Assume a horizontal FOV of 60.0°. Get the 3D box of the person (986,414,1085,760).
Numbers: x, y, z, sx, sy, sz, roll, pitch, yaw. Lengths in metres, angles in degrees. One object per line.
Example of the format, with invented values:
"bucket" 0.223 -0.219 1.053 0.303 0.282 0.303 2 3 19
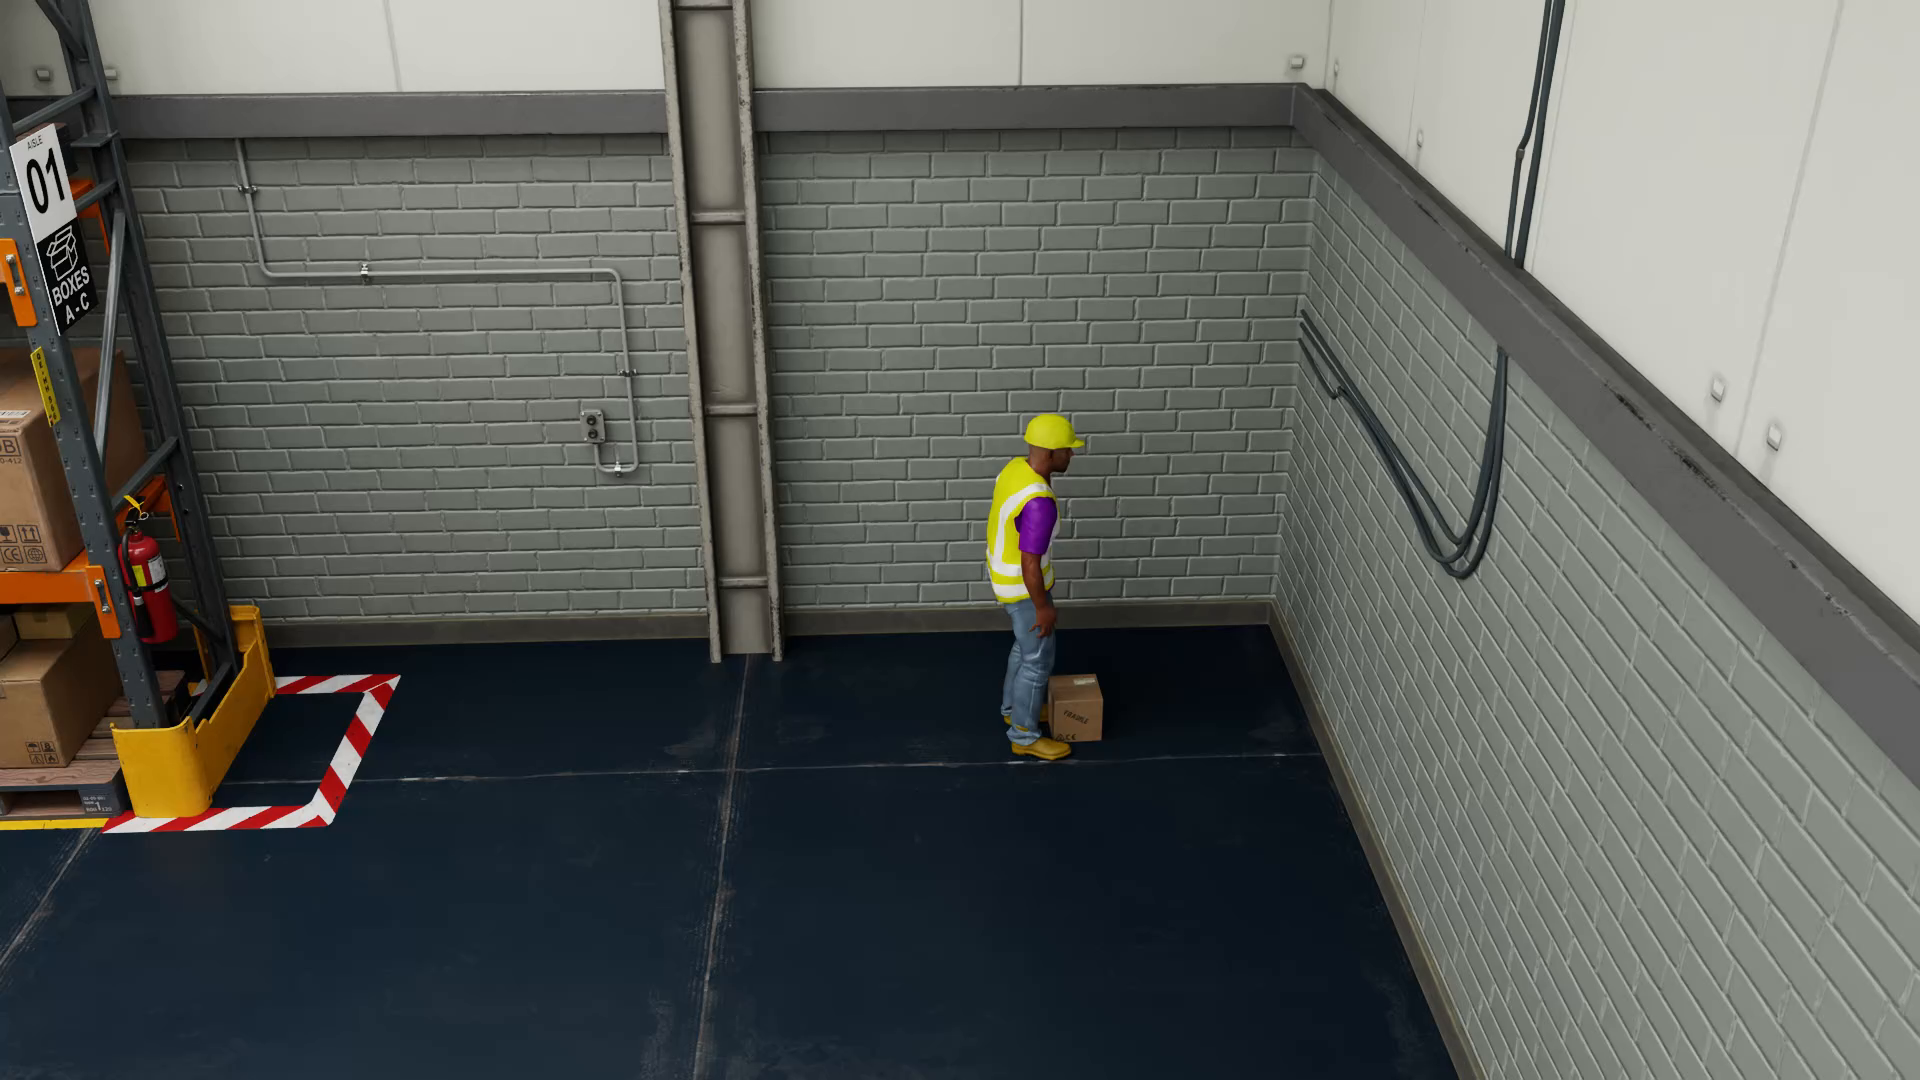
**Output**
"person" 0.365 0.207 8.202 0.462 1.759 0.628 -3 28 -5
